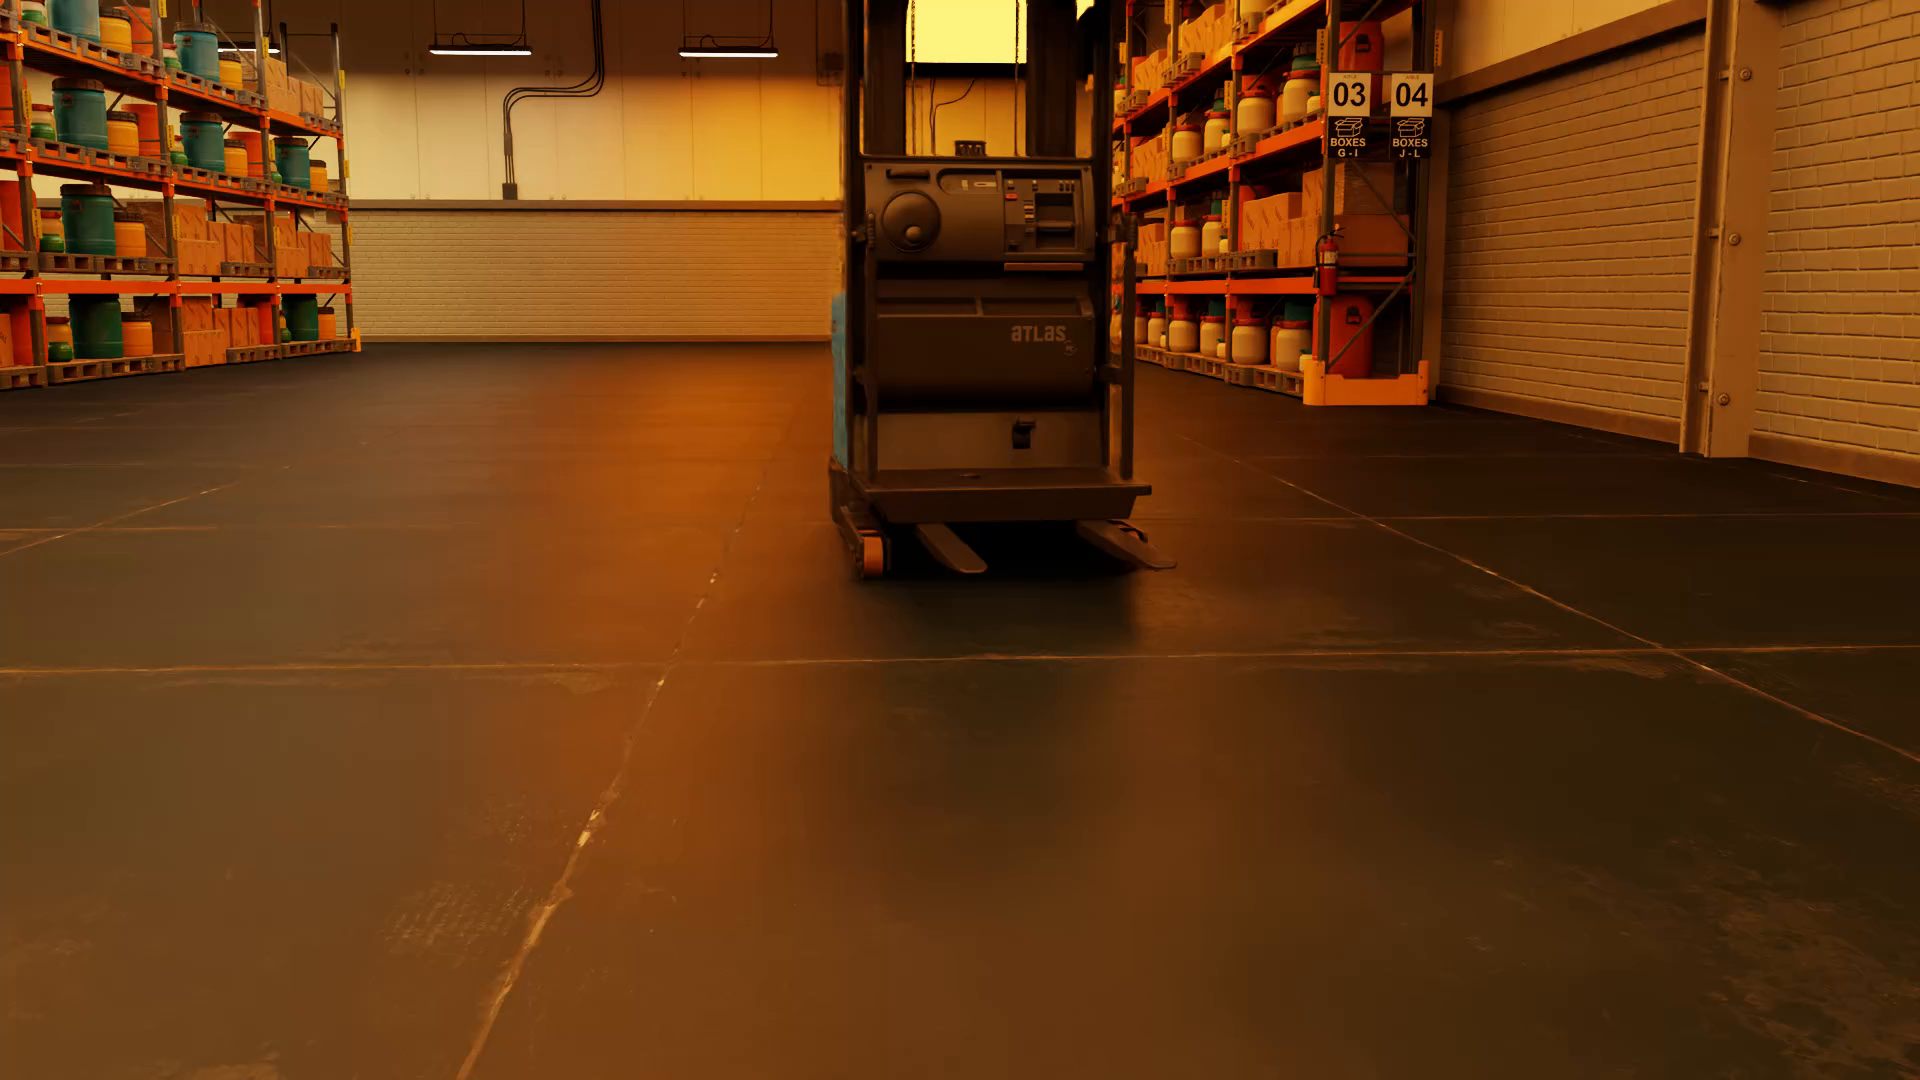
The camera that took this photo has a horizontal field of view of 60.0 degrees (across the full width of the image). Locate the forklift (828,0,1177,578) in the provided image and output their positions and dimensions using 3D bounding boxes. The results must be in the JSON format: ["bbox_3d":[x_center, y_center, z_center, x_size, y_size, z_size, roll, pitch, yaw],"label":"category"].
[{"bbox_3d":[0.115,-1.357,6.472,1.130,2.935,3.031,-1,9,-9],"label":"forklift"}]
